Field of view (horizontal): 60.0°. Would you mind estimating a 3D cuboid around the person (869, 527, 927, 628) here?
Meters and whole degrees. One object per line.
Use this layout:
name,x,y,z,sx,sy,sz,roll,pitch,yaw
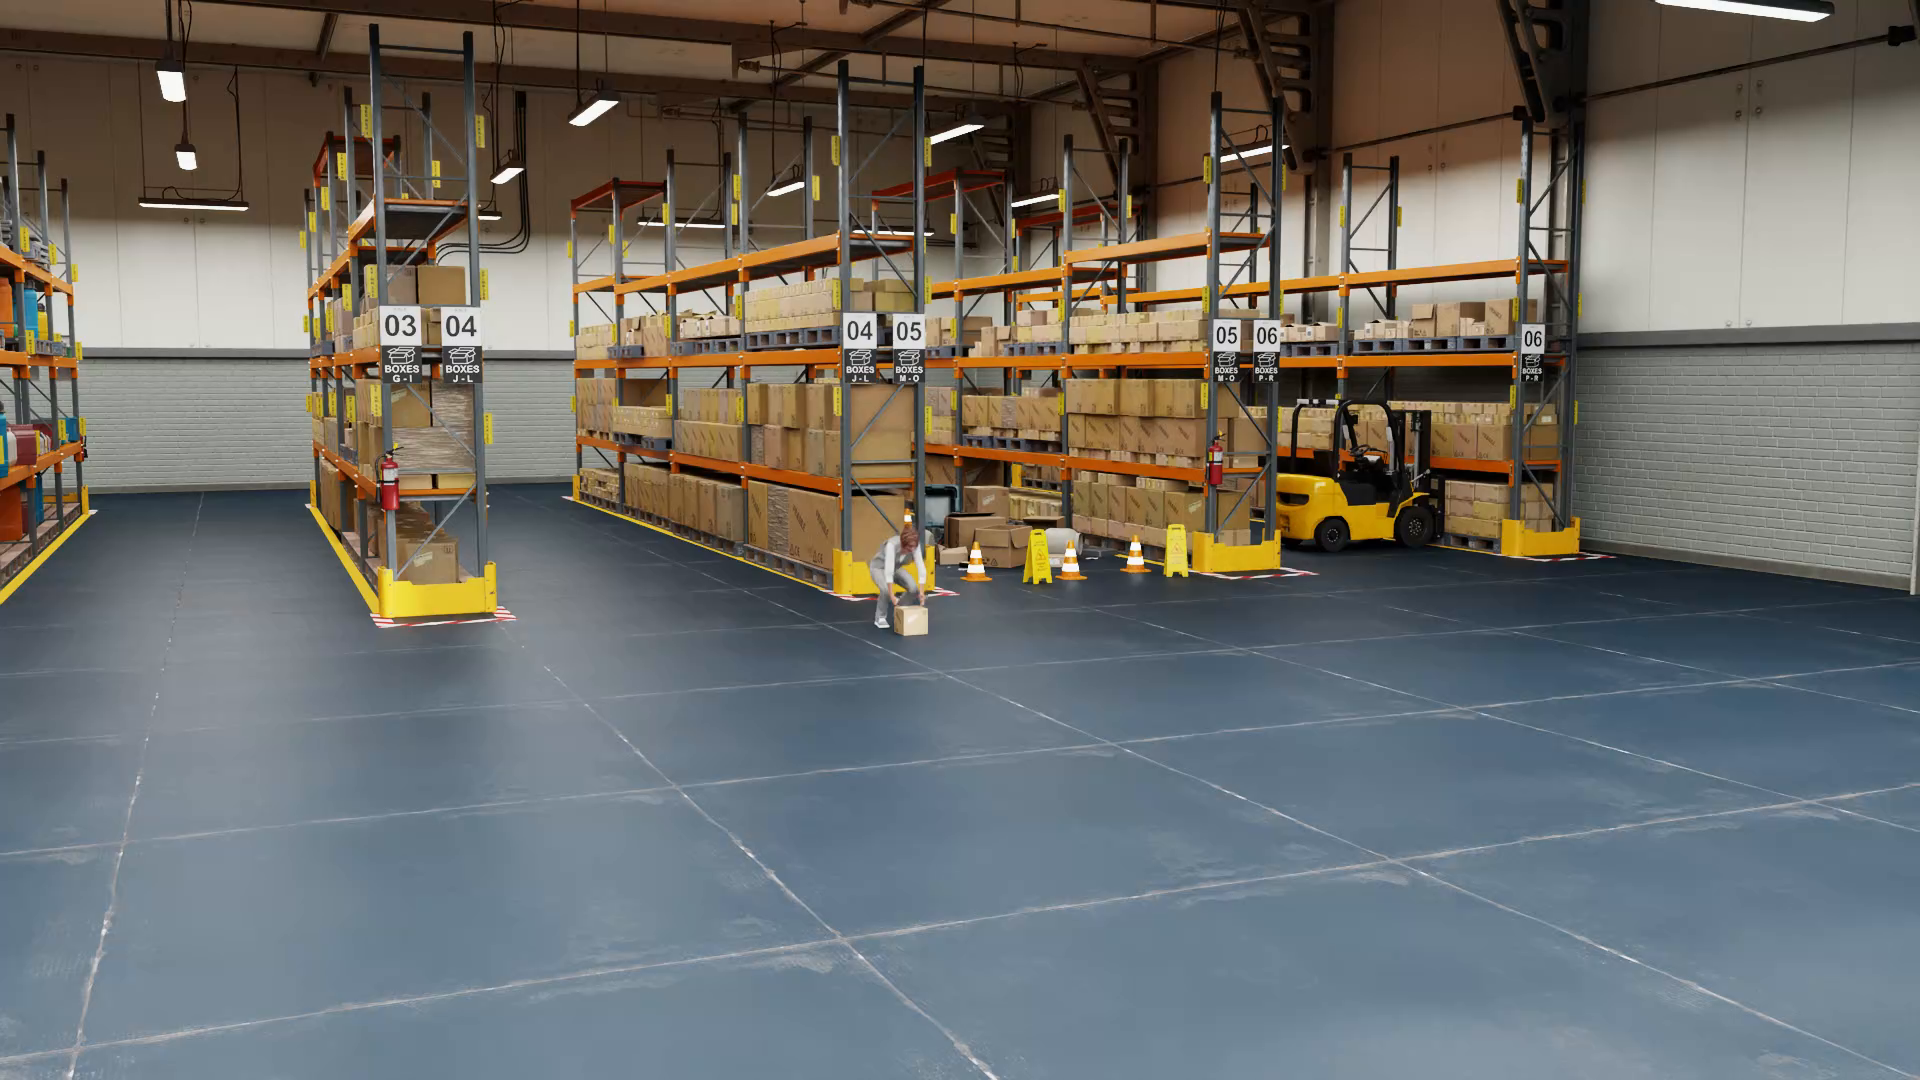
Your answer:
person,-0.615,0.368,16.475,0.457,1.010,0.769,-2,6,-24
